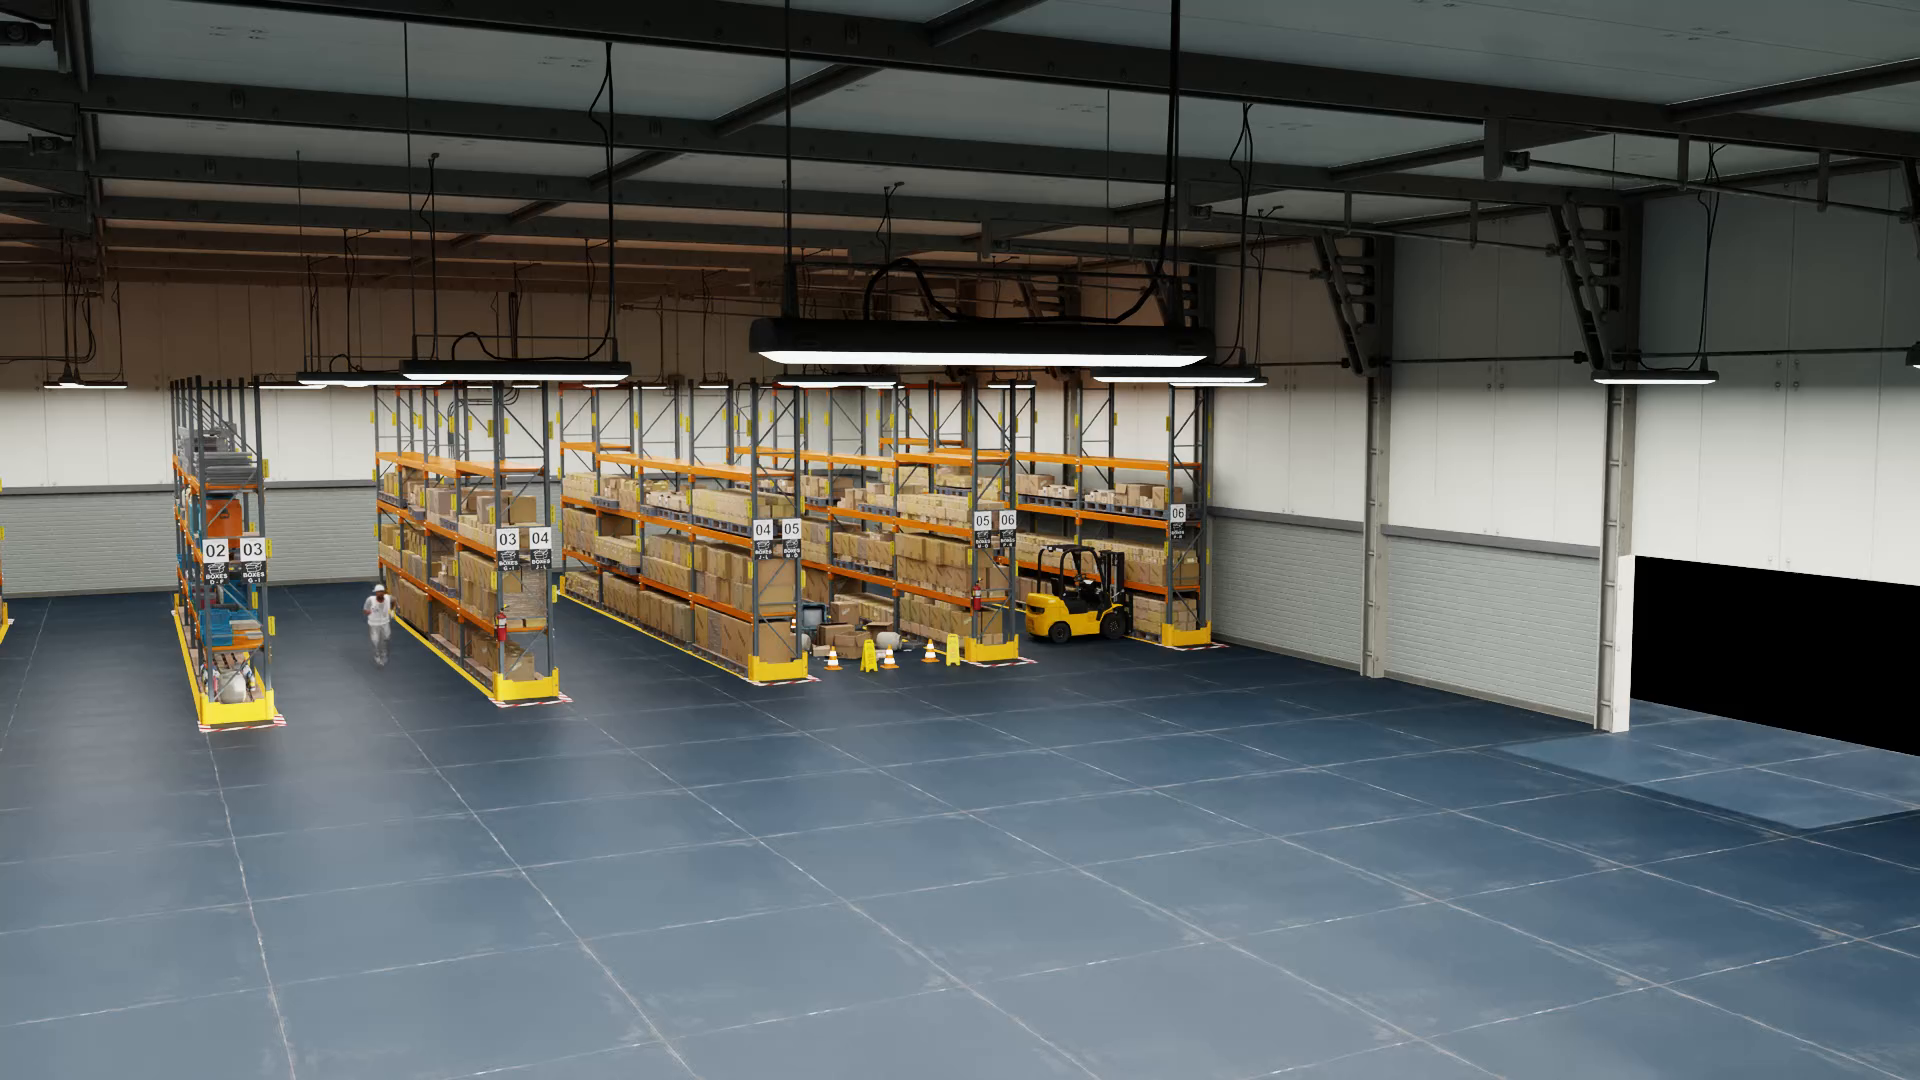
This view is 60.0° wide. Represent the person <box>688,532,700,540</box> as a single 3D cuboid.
[{"bbox_3d":[-8.061,0.412,50.294,0.830,1.625,0.577,-1,5,-14],"label":"person"}]

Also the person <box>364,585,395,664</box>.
[{"bbox_3d":[-12.085,1.759,34.663,0.659,1.695,0.883,-2,6,-25],"label":"person"}]

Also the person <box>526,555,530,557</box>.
[{"bbox_3d":[-10.693,1.166,41.194,0.703,1.728,0.786,-3,6,-28],"label":"person"}]
